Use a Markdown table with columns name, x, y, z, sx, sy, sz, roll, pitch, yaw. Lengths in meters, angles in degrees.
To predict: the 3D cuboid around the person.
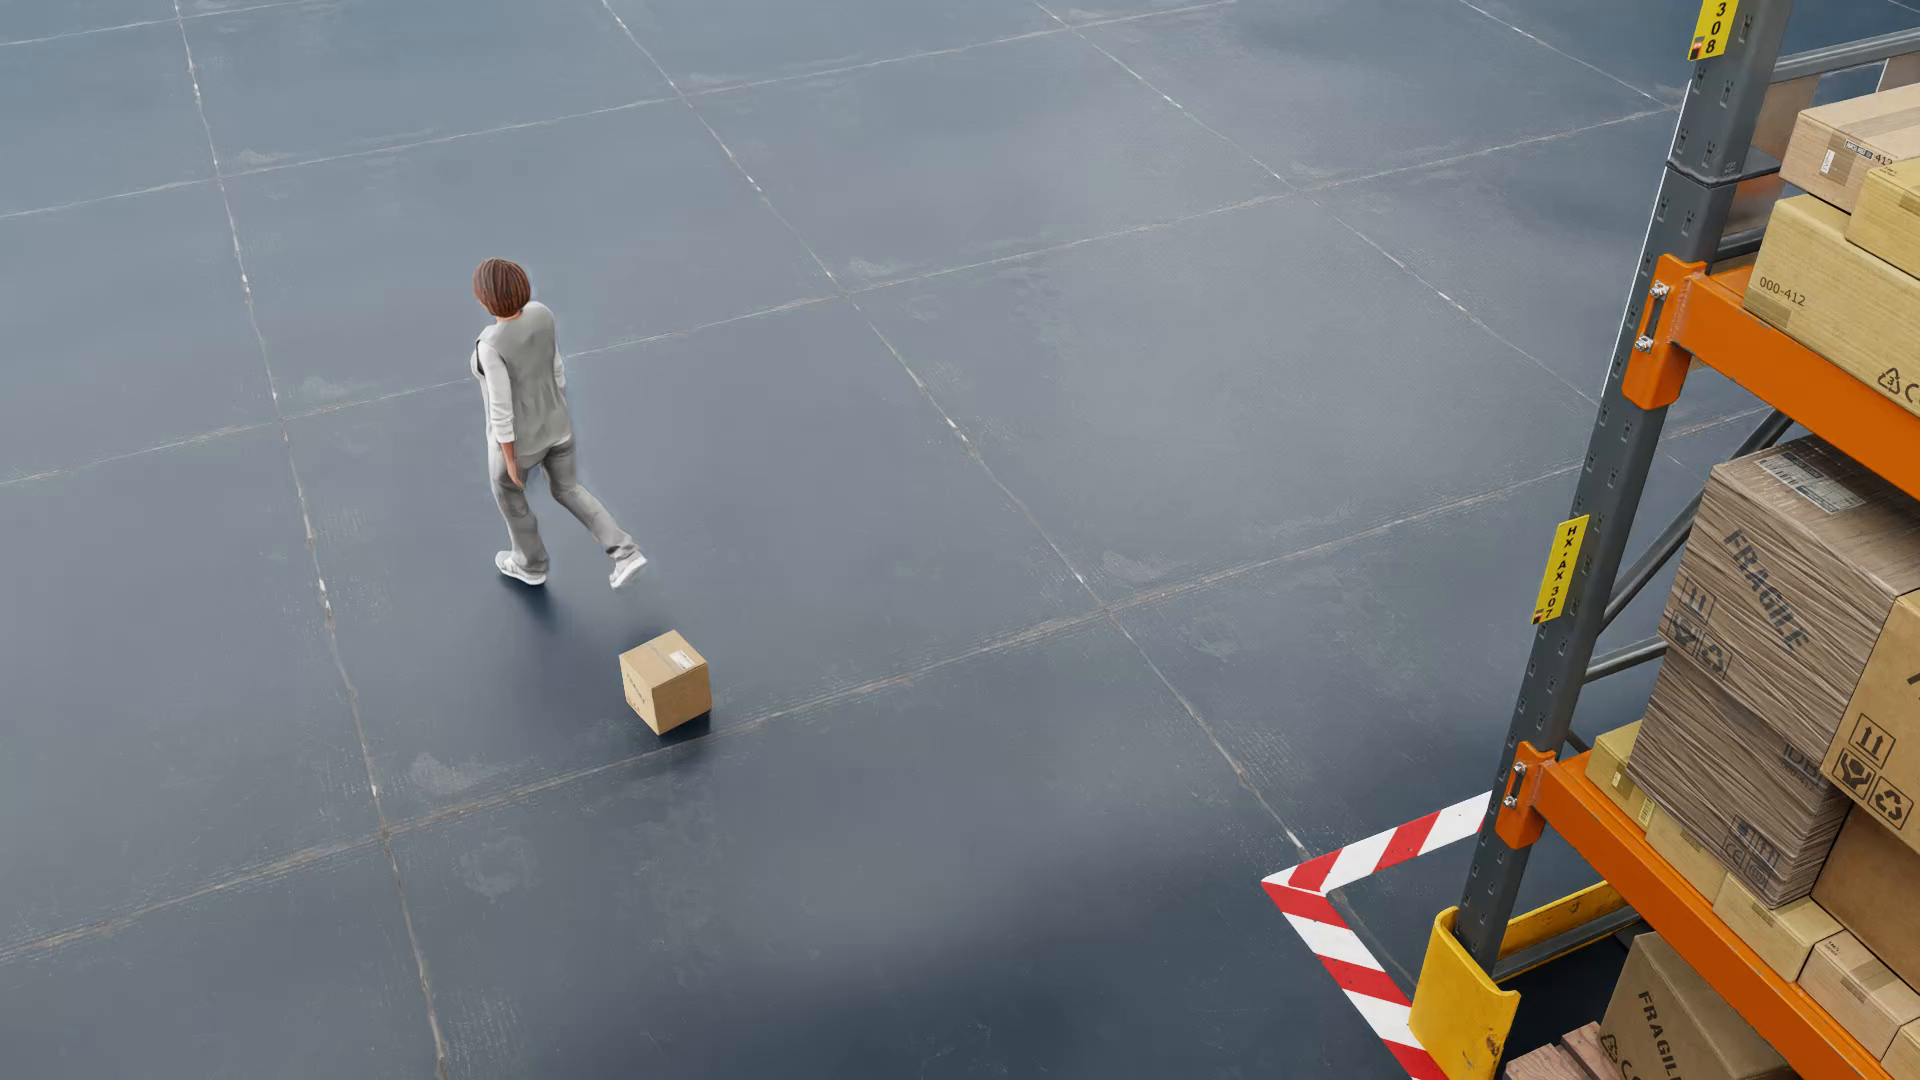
| name | x | y | z | sx | sy | sz | roll | pitch | yaw |
| --- | --- | --- | --- | --- | --- | --- | --- | --- | --- |
| person | -1.674 | -0.410 | 6.667 | 0.784 | 1.565 | 0.414 | 23 | 43 | 26 |
